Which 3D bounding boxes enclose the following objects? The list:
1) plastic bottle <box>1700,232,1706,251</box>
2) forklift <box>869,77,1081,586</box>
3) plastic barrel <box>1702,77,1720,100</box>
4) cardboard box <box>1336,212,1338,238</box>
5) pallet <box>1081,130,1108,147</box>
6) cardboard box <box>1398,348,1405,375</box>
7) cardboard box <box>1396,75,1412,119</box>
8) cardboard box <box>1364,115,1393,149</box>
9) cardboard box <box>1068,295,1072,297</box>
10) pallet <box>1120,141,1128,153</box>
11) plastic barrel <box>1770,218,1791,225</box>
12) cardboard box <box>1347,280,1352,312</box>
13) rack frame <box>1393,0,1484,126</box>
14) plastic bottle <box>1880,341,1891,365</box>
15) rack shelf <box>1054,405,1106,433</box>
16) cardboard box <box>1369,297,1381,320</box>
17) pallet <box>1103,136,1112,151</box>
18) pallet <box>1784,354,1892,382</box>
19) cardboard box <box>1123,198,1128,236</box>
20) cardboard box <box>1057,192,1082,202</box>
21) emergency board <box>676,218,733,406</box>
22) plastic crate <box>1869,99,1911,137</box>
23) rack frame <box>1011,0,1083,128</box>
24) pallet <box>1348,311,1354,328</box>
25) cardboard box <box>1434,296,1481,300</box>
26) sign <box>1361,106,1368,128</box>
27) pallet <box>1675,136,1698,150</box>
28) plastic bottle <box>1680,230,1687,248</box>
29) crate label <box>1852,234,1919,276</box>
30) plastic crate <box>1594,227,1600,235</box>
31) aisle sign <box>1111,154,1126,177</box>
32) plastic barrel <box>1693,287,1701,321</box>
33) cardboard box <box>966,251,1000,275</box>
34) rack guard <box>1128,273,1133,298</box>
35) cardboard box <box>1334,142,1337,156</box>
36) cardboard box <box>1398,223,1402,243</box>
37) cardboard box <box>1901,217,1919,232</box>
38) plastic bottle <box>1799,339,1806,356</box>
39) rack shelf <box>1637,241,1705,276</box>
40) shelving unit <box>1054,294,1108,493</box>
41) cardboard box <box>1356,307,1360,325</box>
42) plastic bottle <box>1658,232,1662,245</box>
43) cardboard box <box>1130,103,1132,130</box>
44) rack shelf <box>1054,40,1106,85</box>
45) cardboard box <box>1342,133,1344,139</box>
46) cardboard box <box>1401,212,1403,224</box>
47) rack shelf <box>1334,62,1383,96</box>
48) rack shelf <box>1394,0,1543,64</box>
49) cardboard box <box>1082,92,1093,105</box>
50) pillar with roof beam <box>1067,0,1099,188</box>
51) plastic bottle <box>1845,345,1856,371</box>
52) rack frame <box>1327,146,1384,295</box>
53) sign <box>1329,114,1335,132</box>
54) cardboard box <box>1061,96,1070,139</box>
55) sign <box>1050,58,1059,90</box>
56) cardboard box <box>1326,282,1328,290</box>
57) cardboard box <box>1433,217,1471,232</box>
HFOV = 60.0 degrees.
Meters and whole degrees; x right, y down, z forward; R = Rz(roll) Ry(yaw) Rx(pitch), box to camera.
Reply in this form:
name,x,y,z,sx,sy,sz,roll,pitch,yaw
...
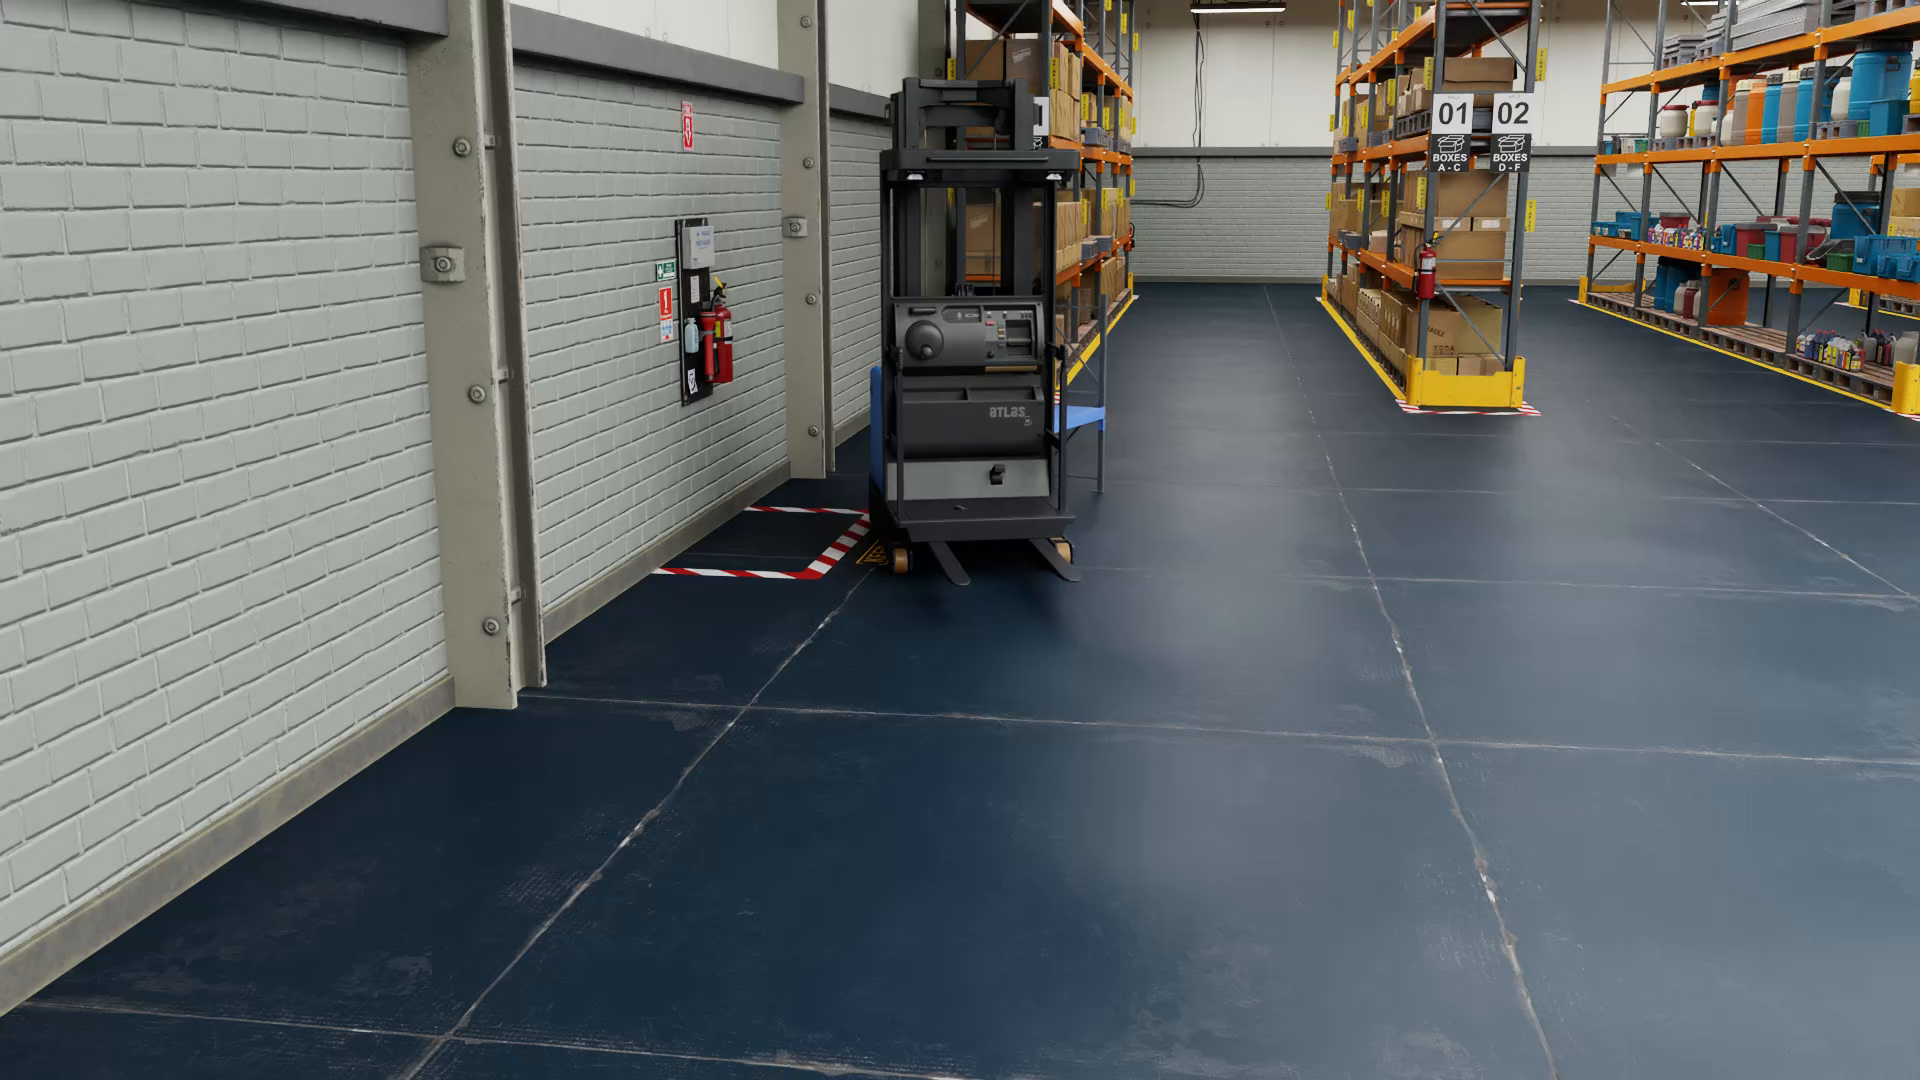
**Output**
name,x,y,z,sx,sy,sz,roll,pitch,yaw
plastic bottle,11.123,-4.462,24.854,0.061,0.283,0.133,2,12,9
forklift,0.091,-1.303,10.083,1.130,2.935,3.031,-2,12,-8
plastic barrel,11.986,-6.810,26.166,0.600,0.901,0.708,2,12,9
cardboard box,7.181,-5.790,30.504,0.500,0.500,0.500,2,12,10
pallet,1.434,-5.625,23.299,1.213,0.211,1.003,2,12,9
cardboard box,5.213,-2.004,18.700,0.500,0.250,0.500,2,12,9
cardboard box,5.635,-5.442,20.439,0.500,0.500,0.500,3,13,13
cardboard box,6.622,-6.189,25.235,0.910,0.500,0.500,2,12,9
cardboard box,1.323,-3.270,23.936,0.700,0.500,0.500,2,12,9
pallet,2.634,-7.421,31.397,1.003,0.211,1.213,2,12,9
plastic barrel,11.535,-4.254,23.349,0.421,0.512,0.421,0,12,0
cardboard box,6.655,-3.995,27.298,0.500,0.500,0.500,1,12,7
rack frame,5.973,-6.682,20.639,1.000,3.000,0.127,2,12,9
plastic bottle,10.839,-2.194,19.459,0.061,0.283,0.133,2,12,9
rack shelf,0.628,-0.851,12.236,0.538,0.185,1.000,7,14,28
cardboard box,5.905,-3.191,22.877,0.500,0.311,0.500,2,12,8
pallet,1.739,-6.252,26.210,1.213,0.211,1.003,2,12,11
pallet,10.722,-2.087,20.174,1.003,0.211,1.213,2,12,9
cardboard box,2.754,-6.295,32.373,0.980,0.700,0.700,2,12,8
cardboard box,1.635,-5.183,25.100,0.380,0.149,0.250,0,12,-1
emergency board,-1.625,-1.488,10.778,0.194,1.169,0.643,2,12,9
plastic crate,10.247,-4.621,18.232,0.392,0.384,0.575,2,12,9
rack frame,1.078,-6.842,21.380,1.000,3.000,0.127,2,12,9
pallet,6.930,-3.626,27.319,1.003,0.211,1.213,2,12,9
cardboard box,5.956,-2.666,19.992,0.500,0.500,0.500,2,12,9
sign,6.052,-6.319,24.848,0.100,0.325,0.005,2,12,9
pallet,11.902,-6.225,26.086,1.003,0.211,1.213,2,12,9
plastic bottle,11.299,-4.700,25.958,0.061,0.283,0.133,2,12,9
crate label,10.268,-3.165,18.474,0.502,0.435,0.616,2,12,9
plastic crate,12.218,-5.882,31.649,0.250,0.136,0.298,2,12,9
aisle sign,3.231,-7.683,33.354,0.394,0.787,0.004,2,12,9
plastic barrel,11.539,-3.633,25.638,0.421,0.512,0.421,0,12,0
cardboard box,0.343,-3.117,18.643,0.500,0.250,0.500,2,12,9
rack guard,2.927,-5.190,33.890,1.175,0.500,0.348,2,12,9
cardboard box,7.399,-7.438,31.623,0.500,0.250,0.500,2,12,9
cardboard box,6.188,-4.067,22.509,0.500,0.500,0.500,3,12,13
cardboard box,17.037,-5.585,29.438,0.500,0.250,0.500,2,12,8
plastic bottle,10.369,-2.362,20.431,0.097,0.201,0.097,0,12,0
rack shelf,11.790,-4.485,26.394,1.077,0.370,4.000,2,12,9
shelving unit,0.628,-1.027,12.198,0.538,1.500,1.048,7,14,28
cardboard box,6.217,-3.344,24.919,0.500,0.250,0.500,2,12,8
plastic bottle,11.533,-4.953,27.326,0.097,0.201,0.097,0,12,0
cardboard box,3.080,-8.260,32.422,0.500,0.500,0.500,2,12,8
rack shelf,1.385,-6.711,23.430,1.077,0.370,4.000,2,12,9
cardboard box,7.090,-7.266,29.639,0.500,0.250,0.500,2,12,9
cardboard box,5.702,-4.013,20.719,0.380,0.149,0.250,2,12,9
rack shelf,7.511,-8.410,30.375,1.077,0.370,4.000,2,12,9
rack shelf,5.665,-5.719,18.825,1.077,0.370,4.000,2,12,9
cardboard box,1.973,-7.377,27.922,0.500,0.250,0.500,1,12,7
pillar with roof beam,6.738,-9.790,35.062,9.100,9.000,0.548,2,12,9
plastic bottle,10.101,-2.064,18.855,0.061,0.283,0.133,2,12,10
rack frame,7.819,-6.247,32.862,1.000,3.000,0.127,2,12,9
sign,7.282,-8.159,32.536,0.100,0.325,0.005,2,12,9
cardboard box,1.016,-4.994,19.642,0.500,0.500,0.500,3,12,12
sign,0.999,-4.953,17.659,0.100,0.325,0.005,2,12,9
cardboard box,7.415,-4.993,32.764,0.380,0.149,0.250,2,12,9
cardboard box,5.228,-3.368,17.726,0.380,0.149,0.250,2,12,8
